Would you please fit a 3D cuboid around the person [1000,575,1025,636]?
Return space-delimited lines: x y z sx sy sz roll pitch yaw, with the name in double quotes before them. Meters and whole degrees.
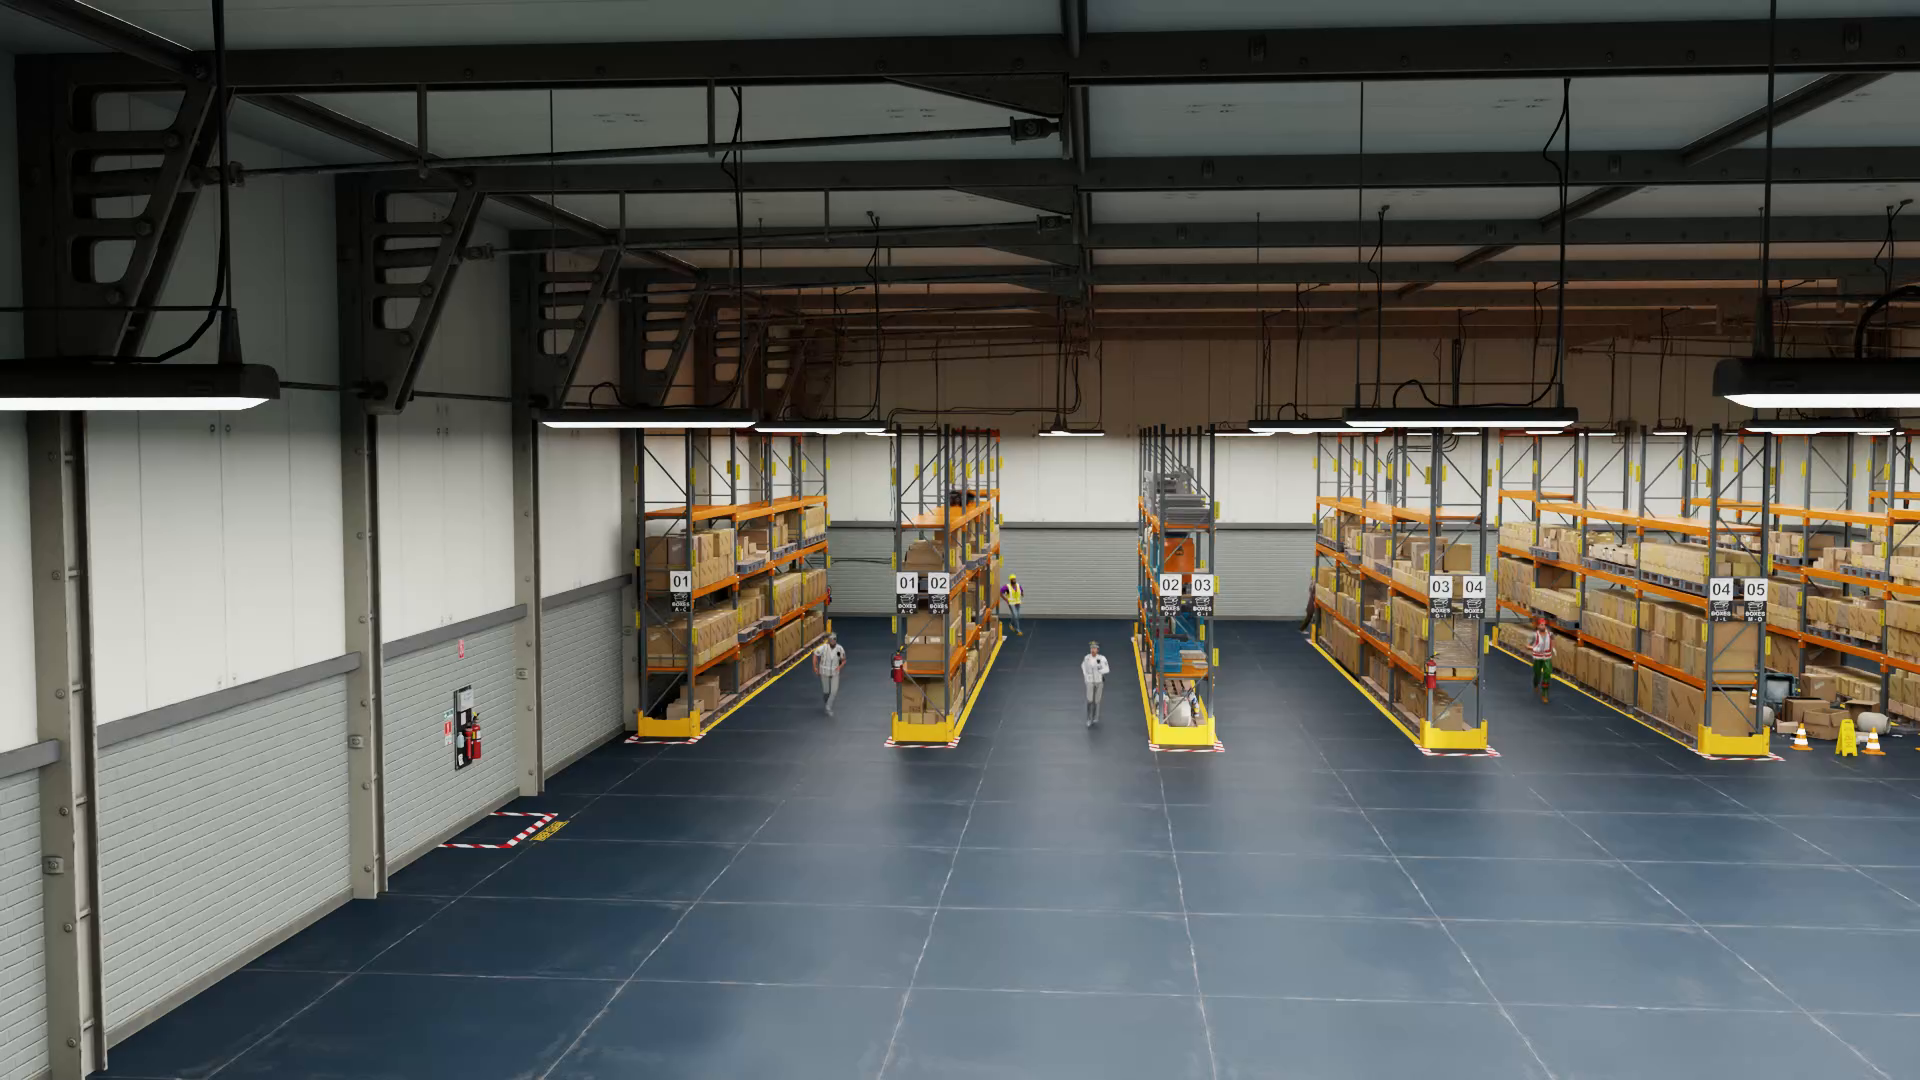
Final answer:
"person" 1.560 1.900 48.545 0.708 1.768 0.871 -2 4 -30

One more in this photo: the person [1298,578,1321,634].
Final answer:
"person" 10.346 1.900 48.346 0.953 1.803 0.725 2 4 29

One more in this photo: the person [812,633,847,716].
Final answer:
"person" -2.695 2.774 34.475 0.705 1.735 0.683 -1 4 -11

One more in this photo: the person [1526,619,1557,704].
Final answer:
"person" 12.740 2.634 36.405 0.689 1.819 0.950 0 3 2

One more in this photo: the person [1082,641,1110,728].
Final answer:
"person" 2.697 2.879 33.126 0.578 1.755 0.730 1 4 11
